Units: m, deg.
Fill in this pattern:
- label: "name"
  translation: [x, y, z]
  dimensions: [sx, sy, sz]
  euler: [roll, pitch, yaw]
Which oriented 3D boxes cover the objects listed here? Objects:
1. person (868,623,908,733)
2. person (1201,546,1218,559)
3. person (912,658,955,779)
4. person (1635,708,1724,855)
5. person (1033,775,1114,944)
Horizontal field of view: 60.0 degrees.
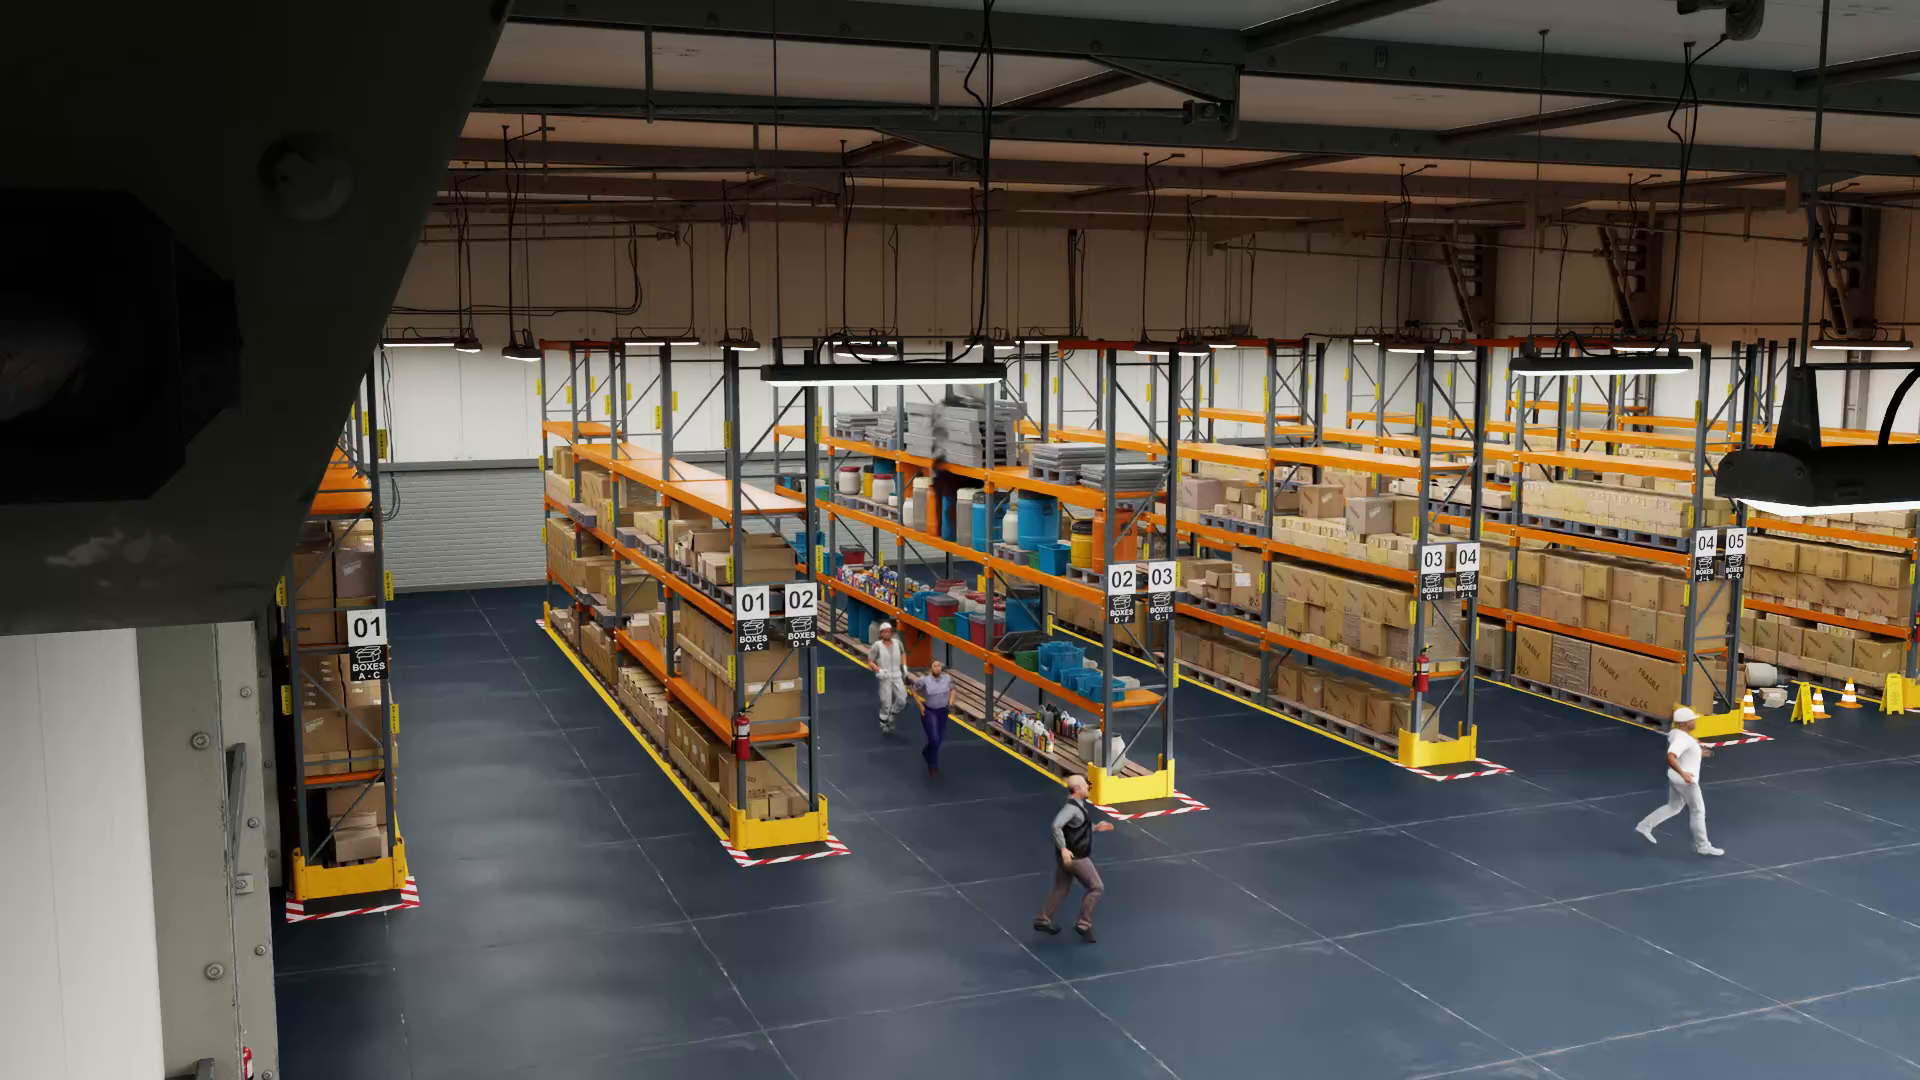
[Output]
- label: "person"
  translation: [-1.072, 2.137, 25.605]
  dimensions: [0.673, 1.739, 0.592]
  euler: [-3, 8, -23]
- label: "person"
  translation: [6.373, 0.068, 42.179]
  dimensions: [0.732, 1.625, 0.541]
  euler: [-2, 8, -15]
- label: "person"
  translation: [-0.374, 2.496, 23.495]
  dimensions: [0.612, 1.709, 0.721]
  euler: [-4, 8, -27]
- label: "person"
  translation: [8.626, 2.861, 19.835]
  dimensions: [0.991, 1.747, 0.703]
  euler: [1, 8, 9]
- label: "person"
  translation: [1.169, 3.278, 17.051]
  dimensions: [0.833, 1.772, 0.620]
  euler: [-1, 7, -5]
